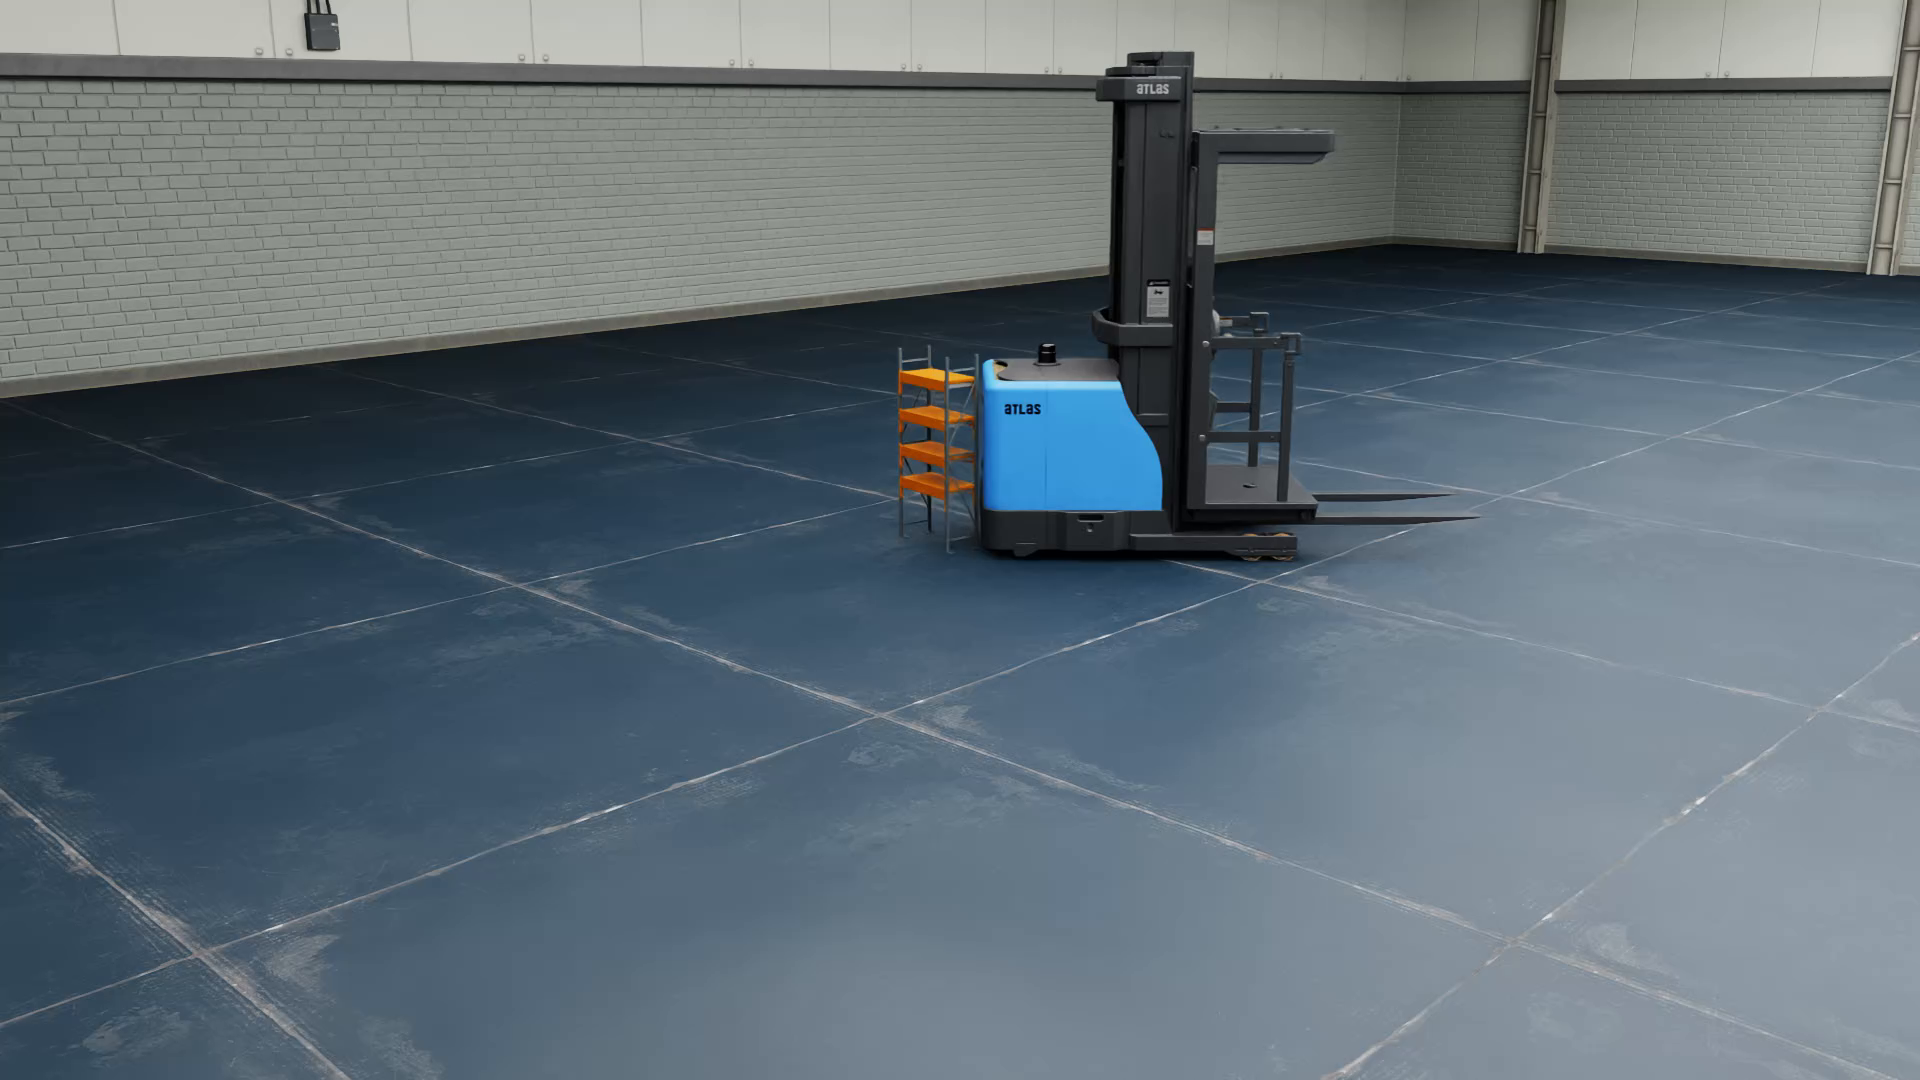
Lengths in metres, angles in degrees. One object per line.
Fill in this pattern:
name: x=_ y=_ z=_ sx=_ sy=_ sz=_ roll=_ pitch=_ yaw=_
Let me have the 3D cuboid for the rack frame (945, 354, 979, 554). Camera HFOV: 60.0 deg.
rack frame: x=0.011 y=-0.513 z=10.020 sx=0.240 sy=1.200 sz=0.015 roll=-11 pitch=18 yaw=-35

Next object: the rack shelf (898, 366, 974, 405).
rack shelf: x=-0.135 y=-0.942 z=10.110 sx=0.258 sy=0.148 sz=0.480 roll=-11 pitch=18 yaw=-35

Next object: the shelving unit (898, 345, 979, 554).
shelving unit: x=-0.135 y=-0.562 z=10.209 sx=0.258 sy=1.200 sz=0.503 roll=-11 pitch=18 yaw=-35

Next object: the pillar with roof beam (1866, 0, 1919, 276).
pillar with roof beam: x=11.973 y=-7.885 z=22.846 sx=0.400 sy=9.000 sz=9.100 roll=14 pitch=20 yaw=42

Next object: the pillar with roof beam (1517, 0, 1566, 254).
pillar with roof beam: x=7.654 y=-8.935 z=26.876 sx=0.400 sy=9.000 sz=9.100 roll=14 pitch=20 yaw=42

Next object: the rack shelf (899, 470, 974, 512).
rack shelf: x=-0.135 y=-0.305 z=10.276 sx=0.258 sy=0.148 sz=0.480 roll=-11 pitch=18 yaw=-35

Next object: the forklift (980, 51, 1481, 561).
forklift: x=1.647 y=-1.425 z=10.087 sx=3.031 sy=2.935 sz=1.130 roll=0 pitch=15 yaw=0

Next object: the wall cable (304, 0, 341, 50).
wall cable: x=-5.824 y=-8.120 z=17.005 sx=0.169 sy=6.003 sz=2.305 roll=14 pitch=20 yaw=42

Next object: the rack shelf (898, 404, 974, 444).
rack shelf: x=-0.135 y=-0.713 z=10.170 sx=0.258 sy=0.148 sz=0.480 roll=-11 pitch=18 yaw=-35

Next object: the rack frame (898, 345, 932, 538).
rack frame: x=-0.281 y=-0.611 z=10.398 sx=0.240 sy=1.200 sz=0.015 roll=-11 pitch=18 yaw=-35

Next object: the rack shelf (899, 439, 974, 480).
rack shelf: x=-0.135 y=-0.497 z=10.226 sx=0.258 sy=0.148 sz=0.480 roll=-11 pitch=18 yaw=-35
